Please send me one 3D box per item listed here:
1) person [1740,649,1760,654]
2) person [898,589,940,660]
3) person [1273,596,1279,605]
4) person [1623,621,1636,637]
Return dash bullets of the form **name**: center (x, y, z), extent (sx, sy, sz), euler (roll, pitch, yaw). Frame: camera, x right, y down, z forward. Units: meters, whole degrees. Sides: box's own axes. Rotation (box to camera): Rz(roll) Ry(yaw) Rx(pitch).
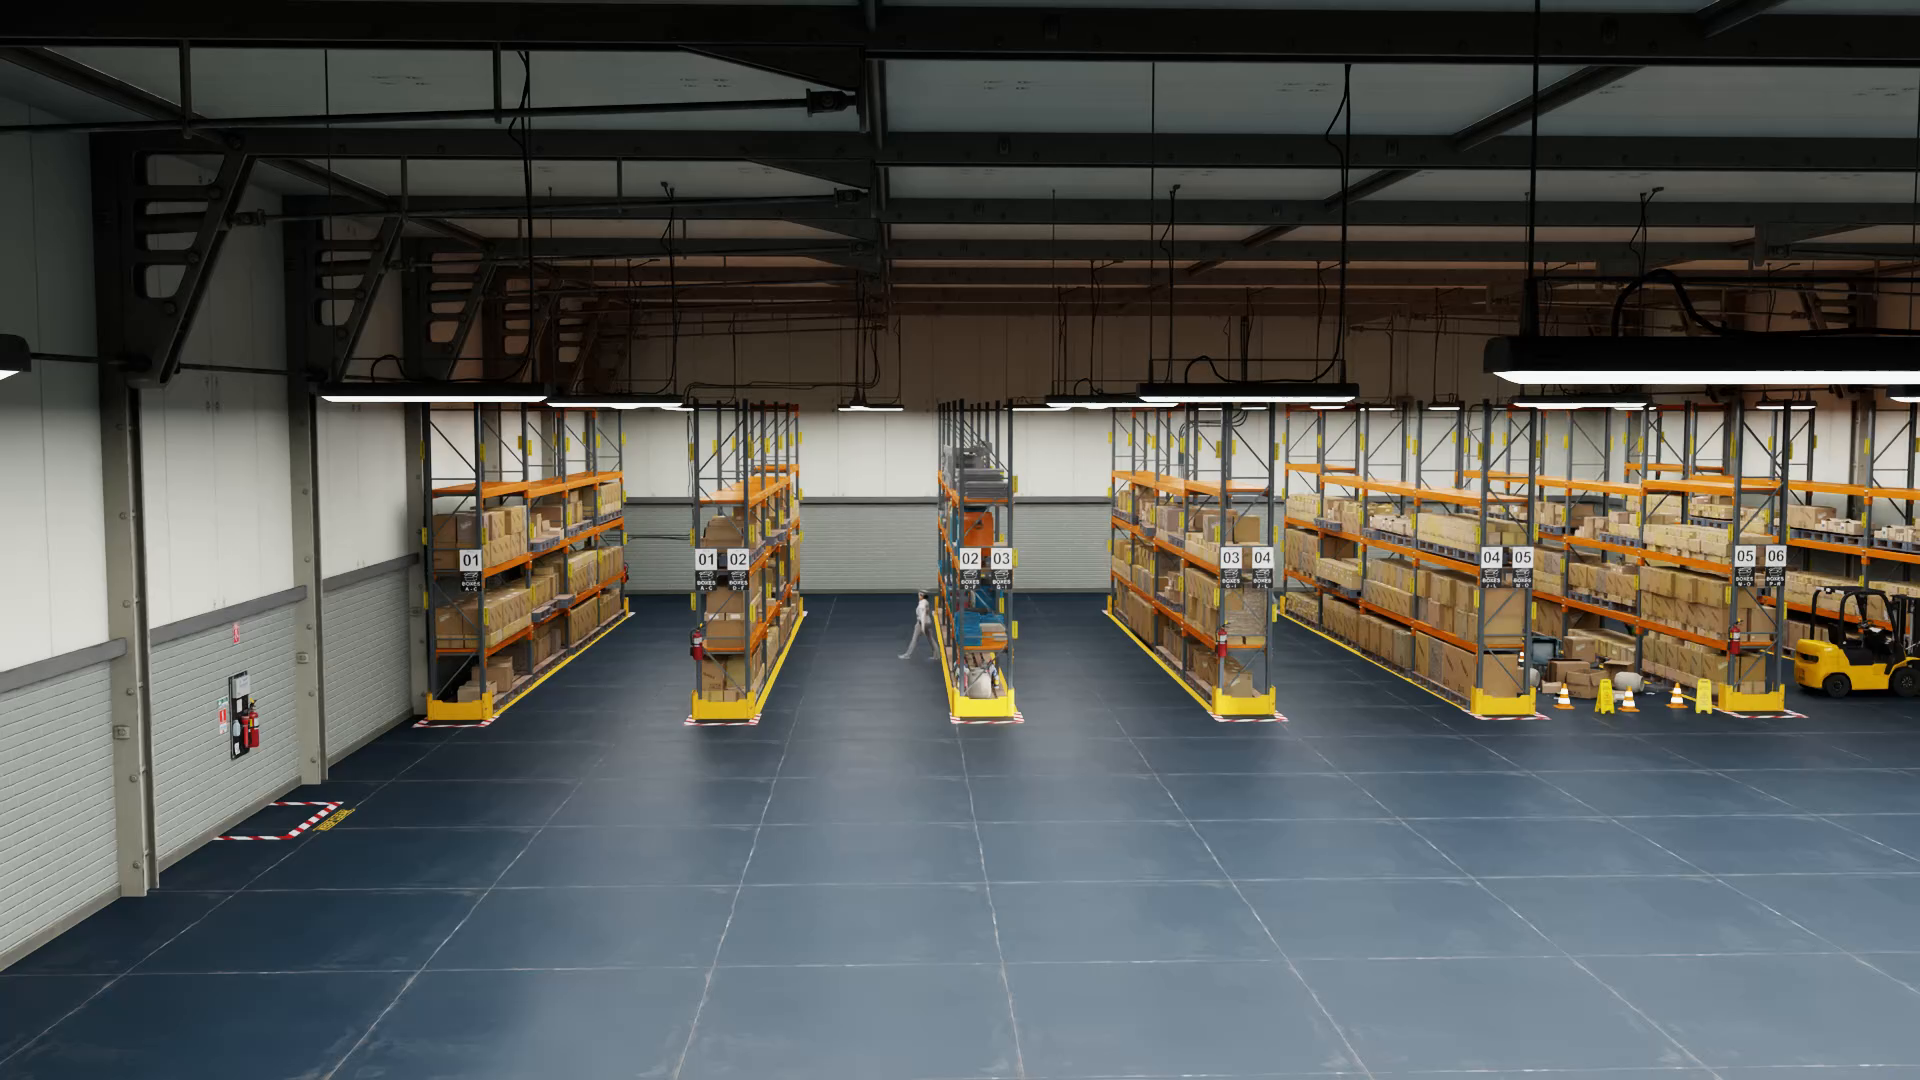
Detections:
- **person**: center (17.139, 2.154, 36.085), extent (0.630, 1.670, 0.770), euler (0, 4, -2)
- **person**: center (-0.921, 1.960, 38.579), extent (0.925, 1.631, 0.533), euler (2, 5, 22)
- **person**: center (8.867, 1.180, 48.669), extent (1.077, 1.709, 0.521), euler (0, 4, -6)
- **person**: center (17.092, 1.625, 42.159), extent (0.572, 1.787, 0.487), euler (-2, 5, -22)
